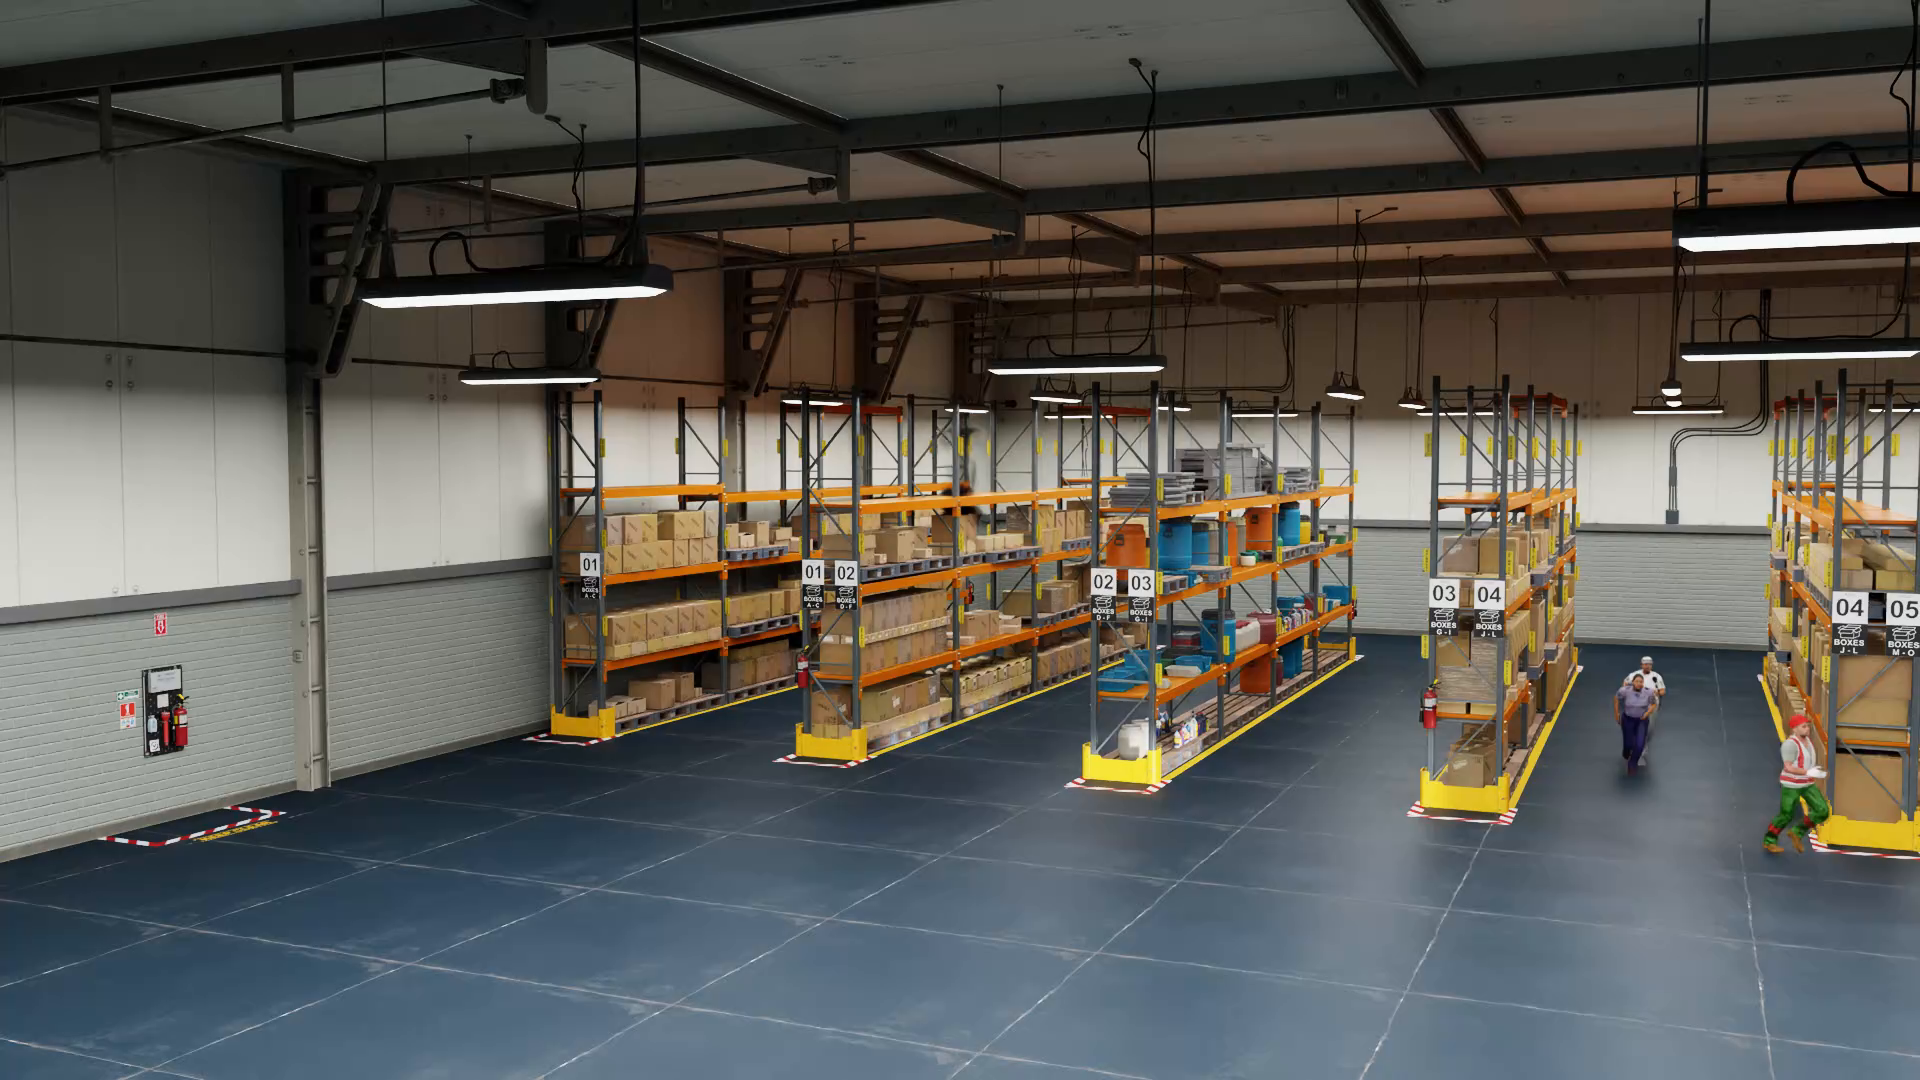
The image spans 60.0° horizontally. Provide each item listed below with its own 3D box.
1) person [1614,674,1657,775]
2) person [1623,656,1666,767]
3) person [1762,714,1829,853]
[{"bbox_3d":[10.389,2.823,25.613,0.599,1.587,0.702,1,3,10],"label":"person"},{"bbox_3d":[10.908,2.704,26.491,0.582,1.720,0.805,0,3,6],"label":"person"},{"bbox_3d":[10.258,2.984,20.290,0.687,1.735,0.821,-2,4,-27],"label":"person"}]
